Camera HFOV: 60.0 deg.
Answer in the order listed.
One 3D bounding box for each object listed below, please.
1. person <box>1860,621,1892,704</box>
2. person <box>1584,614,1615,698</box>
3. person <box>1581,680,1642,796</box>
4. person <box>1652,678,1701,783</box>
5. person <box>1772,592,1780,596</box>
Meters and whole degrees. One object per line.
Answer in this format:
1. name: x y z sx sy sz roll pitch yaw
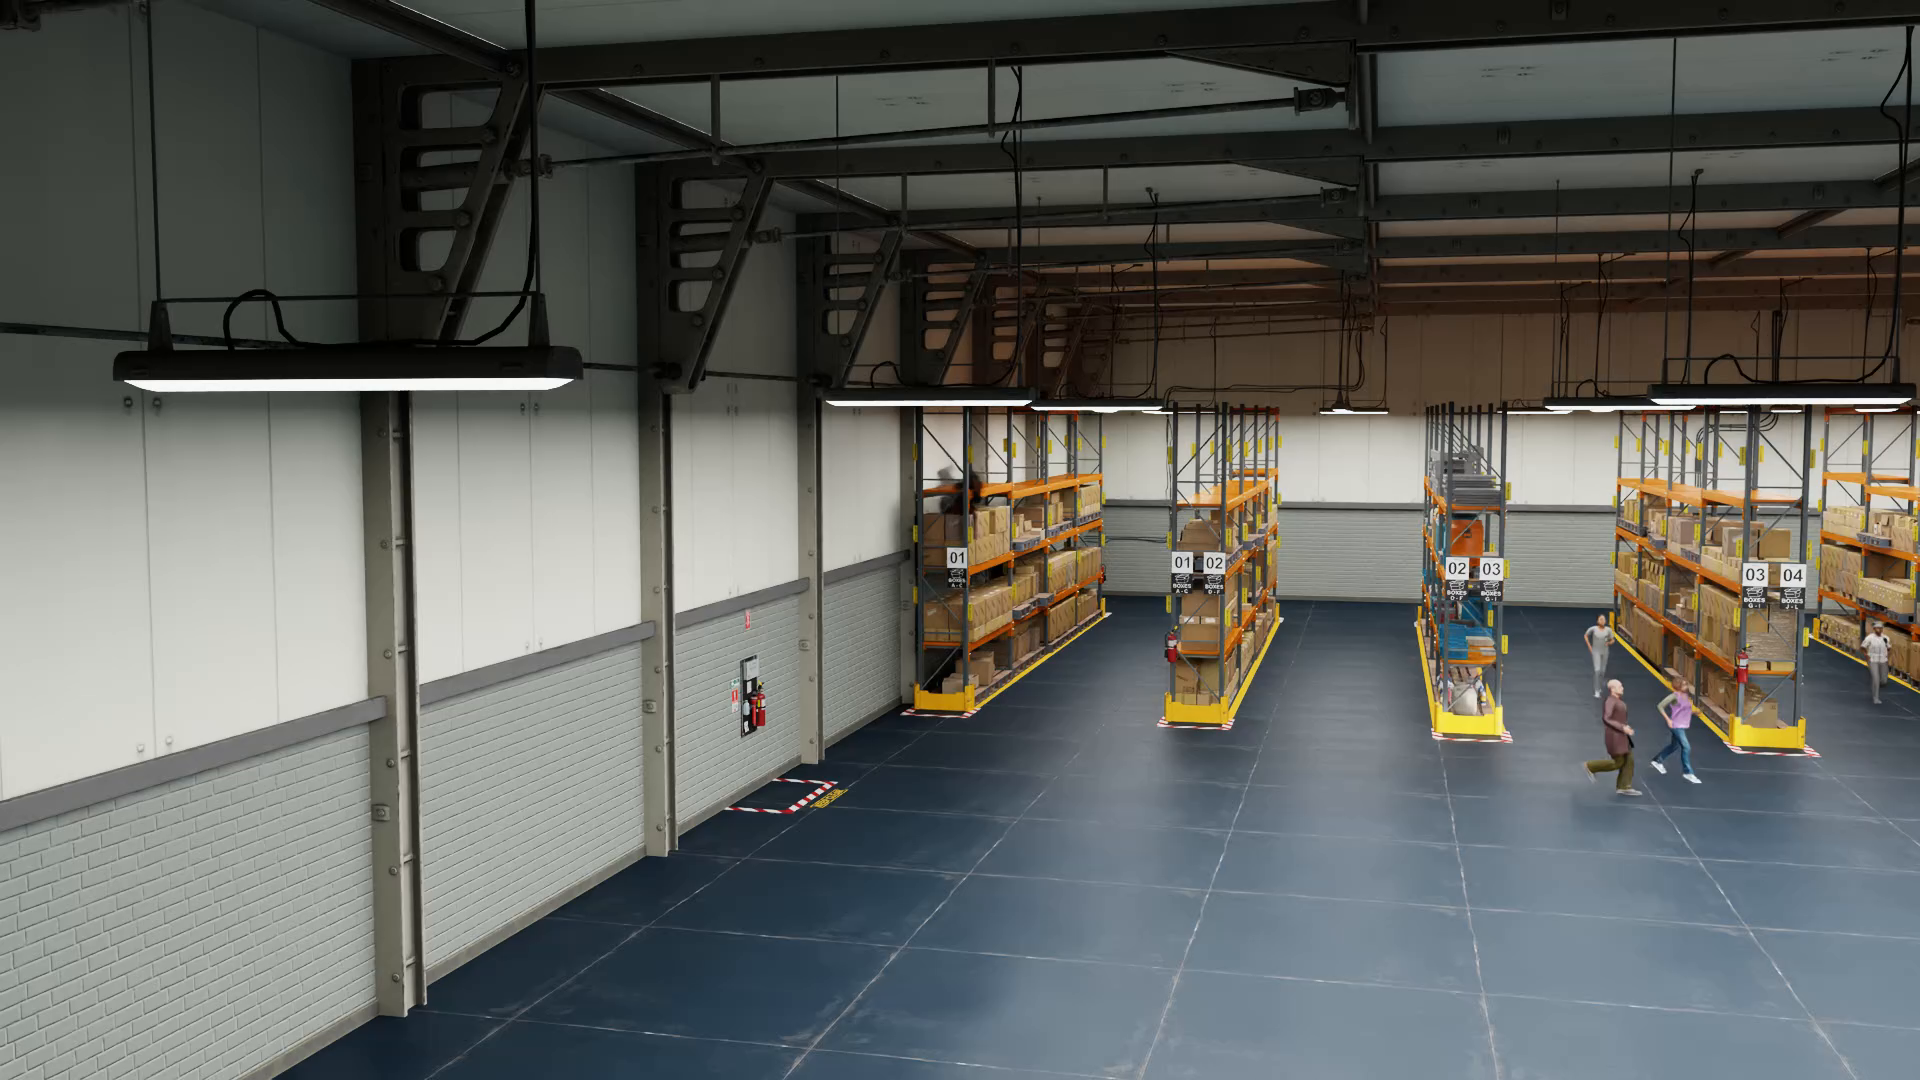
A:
1. person: 18.364 2.433 33.326 0.579 1.654 0.658 1 4 12
2. person: 13.145 2.375 34.169 0.559 1.724 0.672 1 4 7
3. person: 9.924 2.986 25.245 0.875 1.748 0.708 3 5 33
4. person: 11.302 2.967 26.203 0.528 1.613 0.825 -4 6 -42
5. person: 21.297 1.648 43.721 0.657 1.689 0.719 -2 5 -23
